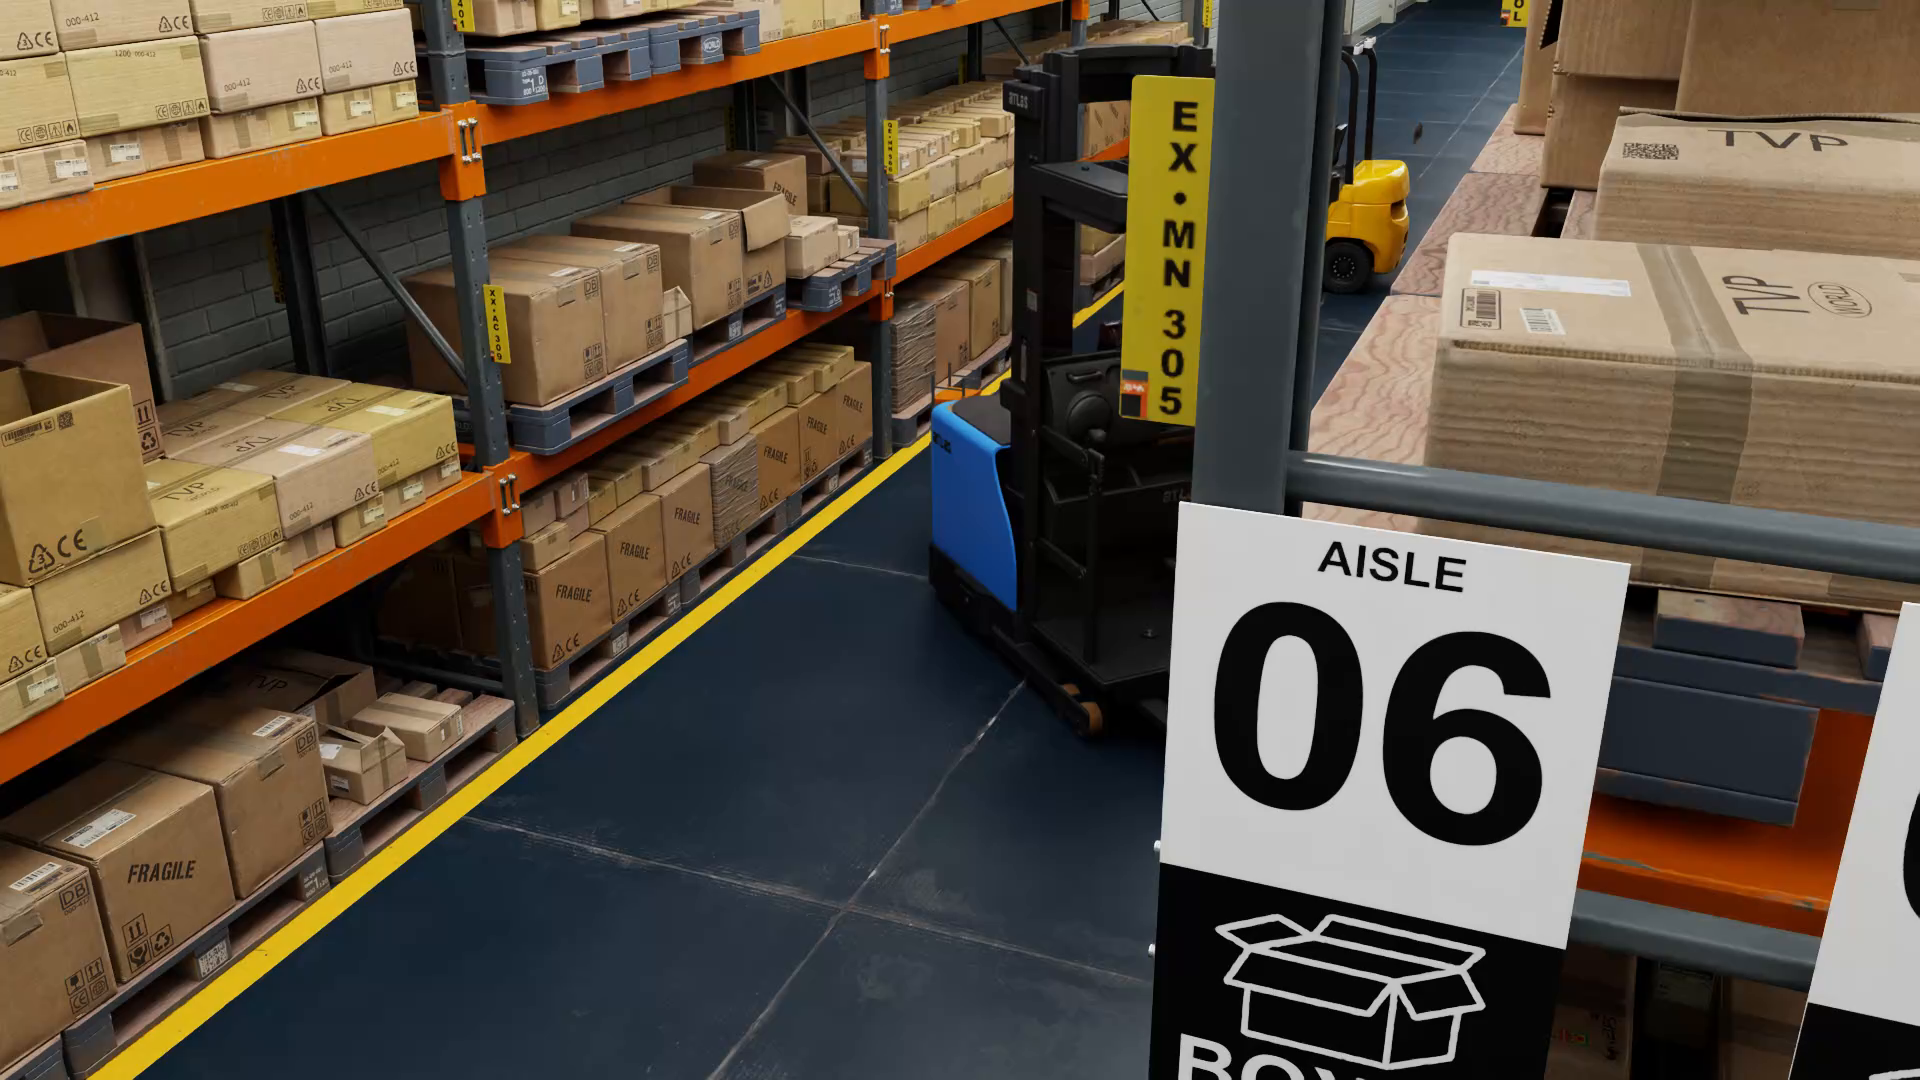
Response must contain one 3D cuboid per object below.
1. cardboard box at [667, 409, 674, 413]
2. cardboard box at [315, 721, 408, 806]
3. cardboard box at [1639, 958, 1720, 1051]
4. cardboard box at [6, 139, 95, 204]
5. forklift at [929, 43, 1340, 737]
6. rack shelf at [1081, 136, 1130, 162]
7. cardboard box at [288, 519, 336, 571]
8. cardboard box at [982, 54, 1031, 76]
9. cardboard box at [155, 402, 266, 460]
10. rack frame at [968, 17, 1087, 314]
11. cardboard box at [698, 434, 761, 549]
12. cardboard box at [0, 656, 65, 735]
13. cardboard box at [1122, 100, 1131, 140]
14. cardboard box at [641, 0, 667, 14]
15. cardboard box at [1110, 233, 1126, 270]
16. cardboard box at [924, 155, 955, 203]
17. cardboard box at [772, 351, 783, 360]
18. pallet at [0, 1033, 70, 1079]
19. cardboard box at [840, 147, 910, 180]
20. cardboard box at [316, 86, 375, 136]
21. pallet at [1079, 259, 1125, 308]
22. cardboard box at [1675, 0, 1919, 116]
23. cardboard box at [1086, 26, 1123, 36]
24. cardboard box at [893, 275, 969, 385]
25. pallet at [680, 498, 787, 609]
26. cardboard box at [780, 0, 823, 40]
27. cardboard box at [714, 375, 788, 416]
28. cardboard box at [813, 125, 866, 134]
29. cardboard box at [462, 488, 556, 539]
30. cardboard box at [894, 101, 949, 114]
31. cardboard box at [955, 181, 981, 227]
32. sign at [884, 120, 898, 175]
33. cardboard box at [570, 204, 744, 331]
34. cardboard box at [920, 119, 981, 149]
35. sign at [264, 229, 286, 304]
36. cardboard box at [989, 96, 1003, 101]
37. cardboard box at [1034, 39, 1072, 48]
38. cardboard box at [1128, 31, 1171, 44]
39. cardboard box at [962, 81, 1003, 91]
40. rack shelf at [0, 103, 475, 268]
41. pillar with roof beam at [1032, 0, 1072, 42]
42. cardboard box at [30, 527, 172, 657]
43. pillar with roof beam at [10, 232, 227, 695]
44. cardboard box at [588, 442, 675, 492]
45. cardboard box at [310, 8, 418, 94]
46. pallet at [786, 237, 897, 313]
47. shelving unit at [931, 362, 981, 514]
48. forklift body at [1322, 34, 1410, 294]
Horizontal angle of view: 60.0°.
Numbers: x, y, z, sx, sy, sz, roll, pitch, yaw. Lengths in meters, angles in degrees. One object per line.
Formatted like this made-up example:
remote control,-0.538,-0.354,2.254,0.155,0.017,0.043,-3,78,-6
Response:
cardboard box,-1.850,-0.725,9.451,0.380,0.149,0.250,9,24,20
cardboard box,-2.489,0.871,6.776,0.396,0.266,0.258,10,25,22
cardboard box,1.122,0.576,2.210,0.380,0.149,0.250,9,24,21
cardboard box,-2.826,-1.108,4.946,0.380,0.149,0.250,9,24,21
forklift,0.918,-0.642,7.485,1.130,2.935,3.031,-10,25,-23
rack shelf,1.292,-3.813,15.920,1.077,0.370,4.000,9,24,20
cardboard box,-2.579,-0.017,6.226,0.380,0.149,0.250,9,24,21
cardboard box,0.388,-4.069,14.243,0.380,0.149,0.250,9,24,20
cardboard box,-3.037,-0.315,6.422,0.500,0.250,0.500,9,24,20
rack frame,0.549,-3.429,14.068,1.000,3.000,0.127,9,24,20
cardboard box,-1.457,-0.302,9.280,0.500,0.500,0.500,8,24,18
cardboard box,-3.006,0.449,5.110,0.380,0.149,0.250,8,24,19
cardboard box,1.322,-3.967,15.225,0.500,0.500,0.500,9,24,20
cardboard box,-1.565,-2.490,7.580,0.380,0.149,0.250,8,24,19
cardboard box,1.211,-2.664,15.258,0.500,0.250,0.500,8,24,19
cardboard box,-0.358,-2.462,11.299,0.500,0.250,0.500,10,25,22
cardboard box,-1.353,-0.927,10.777,0.500,0.500,0.500,10,25,22
pallet,-3.584,1.839,5.073,1.003,0.211,1.213,9,24,20
cardboard box,-0.544,-2.415,10.669,0.380,0.149,0.250,10,24,22
cardboard box,-2.375,-1.576,6.066,0.380,0.149,0.250,9,24,20
pallet,0.884,-2.421,15.272,1.003,0.211,1.213,9,24,20
cardboard box,1.590,-0.796,3.067,0.500,0.500,0.500,9,24,21
cardboard box,1.393,-4.982,16.428,0.380,0.149,0.250,9,24,20
cardboard box,-0.457,-1.552,12.110,0.875,0.625,0.625,10,25,22
pallet,-1.703,-0.014,9.510,1.003,0.211,1.213,9,24,20
cardboard box,-1.088,-2.914,9.138,0.500,0.250,0.500,9,24,20
cardboard box,-1.236,-0.846,9.741,0.380,0.149,0.250,10,24,22
cardboard box,-0.831,-2.780,11.542,0.380,0.149,0.250,8,24,19
cardboard box,-2.098,-0.142,7.670,0.380,0.149,0.250,8,24,19
cardboard box,-0.303,-3.231,12.622,0.380,0.149,0.250,9,24,20
cardboard box,-0.168,-2.417,11.839,0.500,0.250,0.500,8,24,18
sign,-0.429,-2.421,10.255,0.100,0.325,0.005,9,24,20
cardboard box,-1.551,-1.414,8.568,0.700,0.500,0.500,9,24,20
cardboard box,-0.075,-2.878,11.778,0.380,0.149,0.250,9,24,21
sign,-2.939,-1.179,7.178,0.100,0.325,0.005,9,24,20
cardboard box,0.435,-3.333,12.865,0.380,0.149,0.250,8,24,18
cardboard box,0.893,-4.523,15.329,0.380,0.149,0.250,8,24,19
cardboard box,1.808,-4.807,16.010,0.380,0.149,0.250,9,24,21
cardboard box,0.220,-3.680,13.696,0.380,0.149,0.250,8,24,19
rack shelf,-3.165,-0.903,5.061,1.077,0.370,4.000,9,24,20
pillar with roof beam,4.937,-6.892,14.575,9.100,9.000,0.400,9,24,20
cardboard box,-2.947,0.125,5.368,0.500,0.250,0.500,8,24,19
pillar with roof beam,0.479,-2.598,4.295,9.100,9.000,0.400,9,24,20
cardboard box,-1.709,-0.384,8.634,0.380,0.149,0.250,9,24,20
cardboard box,-2.369,-1.810,6.108,0.500,0.250,0.500,9,24,20
pallet,-1.123,-1.657,10.073,1.213,0.211,1.003,9,24,20
shelving unit,-0.020,-0.465,9.502,0.215,1.050,0.252,9,24,20
forklift body,3.025,-3.529,15.408,2.313,2.155,1.214,9,24,20
